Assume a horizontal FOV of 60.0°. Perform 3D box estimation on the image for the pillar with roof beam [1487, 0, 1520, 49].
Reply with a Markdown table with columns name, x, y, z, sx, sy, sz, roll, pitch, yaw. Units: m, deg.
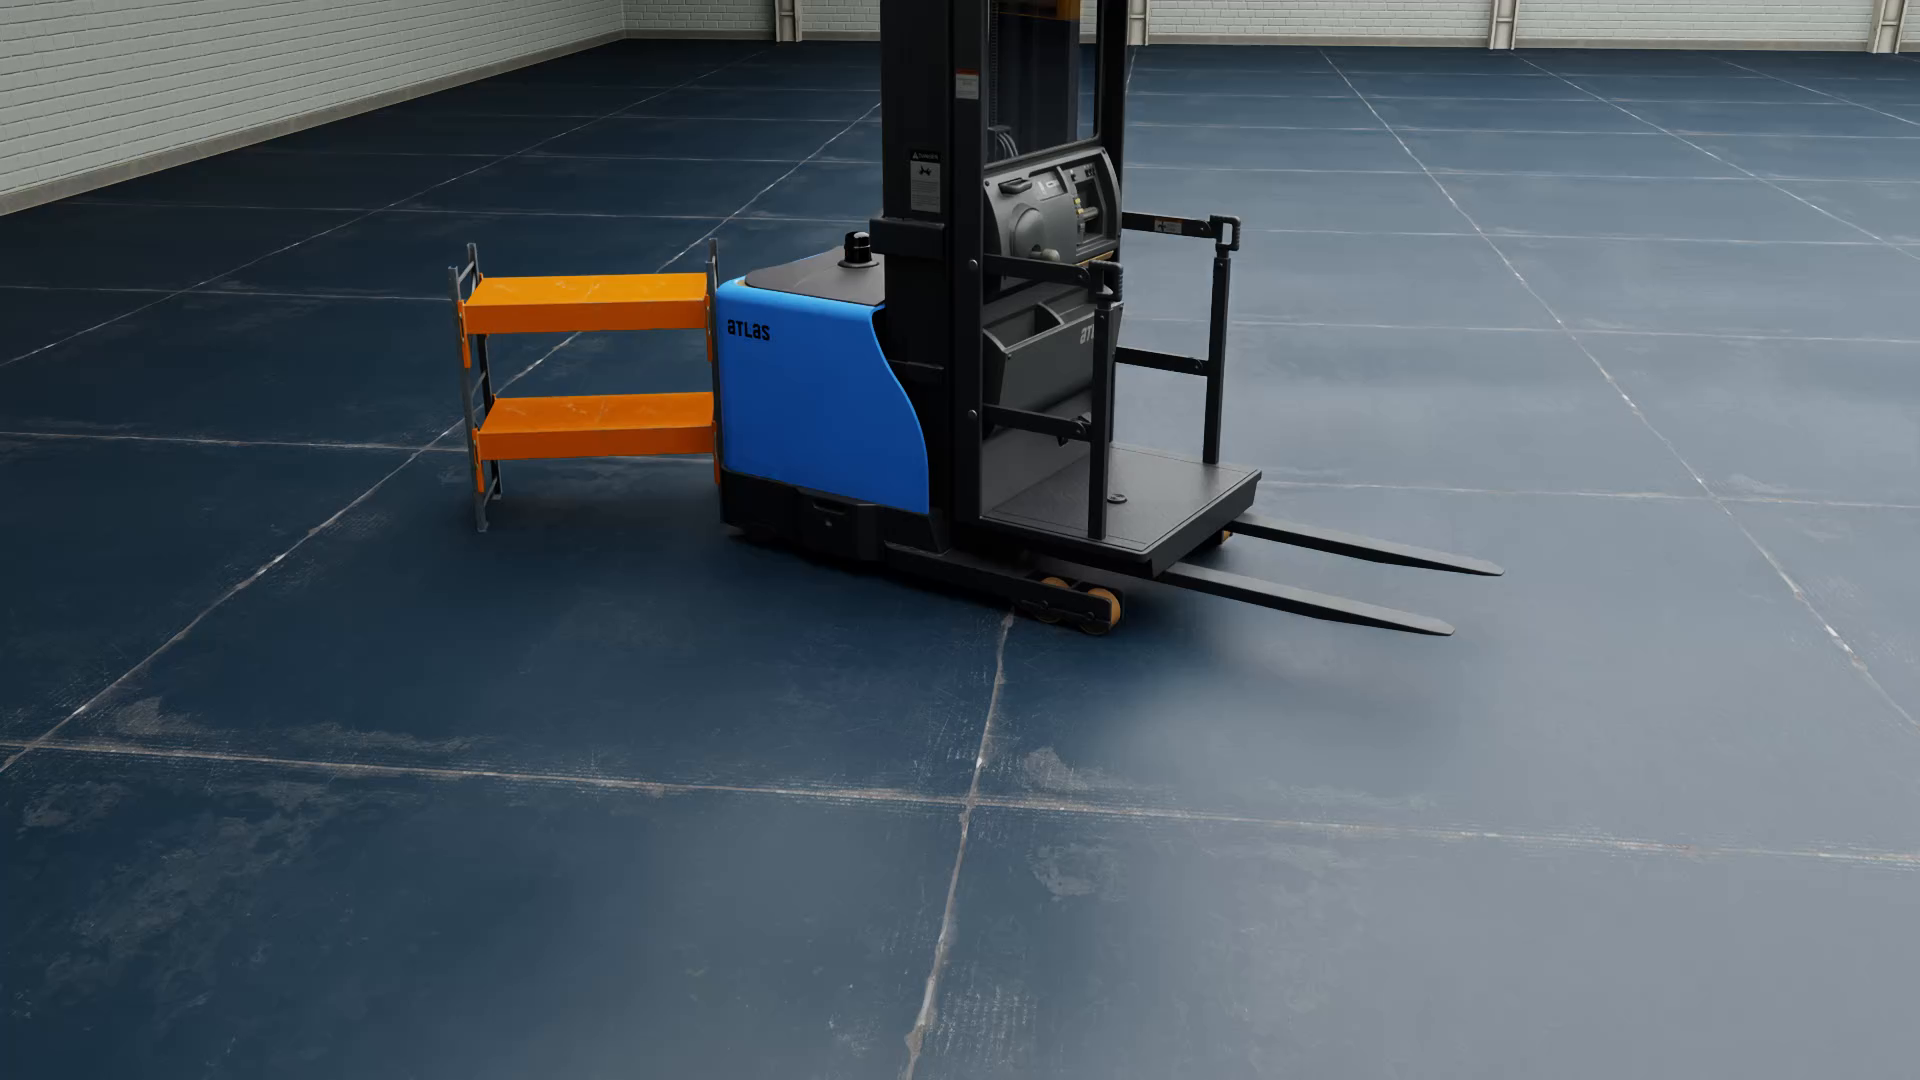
| name | x | y | z | sx | sy | sz | roll | pitch | yaw |
| --- | --- | --- | --- | --- | --- | --- | --- | --- | --- |
| pillar with roof beam | 8.447 | -10.764 | 21.927 | 0.400 | 9.000 | 9.100 | 2 | 22 | 6 |

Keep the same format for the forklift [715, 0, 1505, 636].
| name | x | y | z | sx | sy | sz | roll | pitch | yaw |
| --- | --- | --- | --- | --- | --- | --- | --- | --- | --- |
| forklift | 0.530 | -1.240 | 6.091 | 3.031 | 2.935 | 1.130 | 13 | 25 | 30 |

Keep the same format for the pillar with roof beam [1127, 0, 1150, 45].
| name | x | y | z | sx | sy | sz | roll | pitch | yaw |
| --- | --- | --- | --- | --- | --- | --- | --- | --- | --- |
| pillar with roof beam | 2.489 | -11.024 | 22.584 | 0.400 | 9.000 | 9.100 | 2 | 22 | 6 |

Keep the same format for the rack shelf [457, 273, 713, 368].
| name | x | y | z | sx | sy | sz | roll | pitch | yaw |
| --- | --- | --- | --- | --- | --- | --- | --- | --- | --- |
| rack shelf | -1.543 | -0.939 | 6.990 | 1.000 | 0.278 | 0.538 | -2 | 22 | -6 |

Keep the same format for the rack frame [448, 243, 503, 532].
| name | x | y | z | sx | sy | sz | roll | pitch | yaw |
| --- | --- | --- | --- | --- | --- | --- | --- | --- | --- |
| rack frame | -2.048 | -0.647 | 7.047 | 0.032 | 1.125 | 0.500 | -2 | 22 | -6 |

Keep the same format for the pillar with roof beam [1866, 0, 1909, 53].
| name | x | y | z | sx | sy | sz | roll | pitch | yaw |
| --- | --- | --- | --- | --- | --- | --- | --- | --- | --- |
| pillar with roof beam | 14.405 | -10.504 | 21.270 | 0.400 | 9.000 | 9.100 | 2 | 22 | 6 |

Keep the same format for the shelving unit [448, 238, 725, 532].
| name | x | y | z | sx | sy | sz | roll | pitch | yaw |
| --- | --- | --- | --- | --- | --- | --- | --- | --- | --- |
| shelving unit | -1.543 | -0.667 | 7.098 | 1.048 | 1.125 | 0.538 | -2 | 22 | -6 |

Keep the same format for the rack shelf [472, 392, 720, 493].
| name | x | y | z | sx | sy | sz | roll | pitch | yaw |
| --- | --- | --- | --- | --- | --- | --- | --- | --- | --- |
| rack shelf | -1.543 | -0.440 | 7.188 | 1.000 | 0.278 | 0.538 | -2 | 22 | -6 |

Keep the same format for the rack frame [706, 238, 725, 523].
| name | x | y | z | sx | sy | sz | roll | pitch | yaw |
| --- | --- | --- | --- | --- | --- | --- | --- | --- | --- |
| rack frame | -1.037 | -0.687 | 7.149 | 0.032 | 1.125 | 0.500 | -2 | 22 | -6 |

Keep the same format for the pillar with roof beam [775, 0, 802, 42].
| name | x | y | z | sx | sy | sz | roll | pitch | yaw |
| --- | --- | --- | --- | --- | --- | --- | --- | --- | --- |
| pillar with roof beam | -3.470 | -11.283 | 23.240 | 0.400 | 9.000 | 9.100 | 2 | 22 | 6 |
